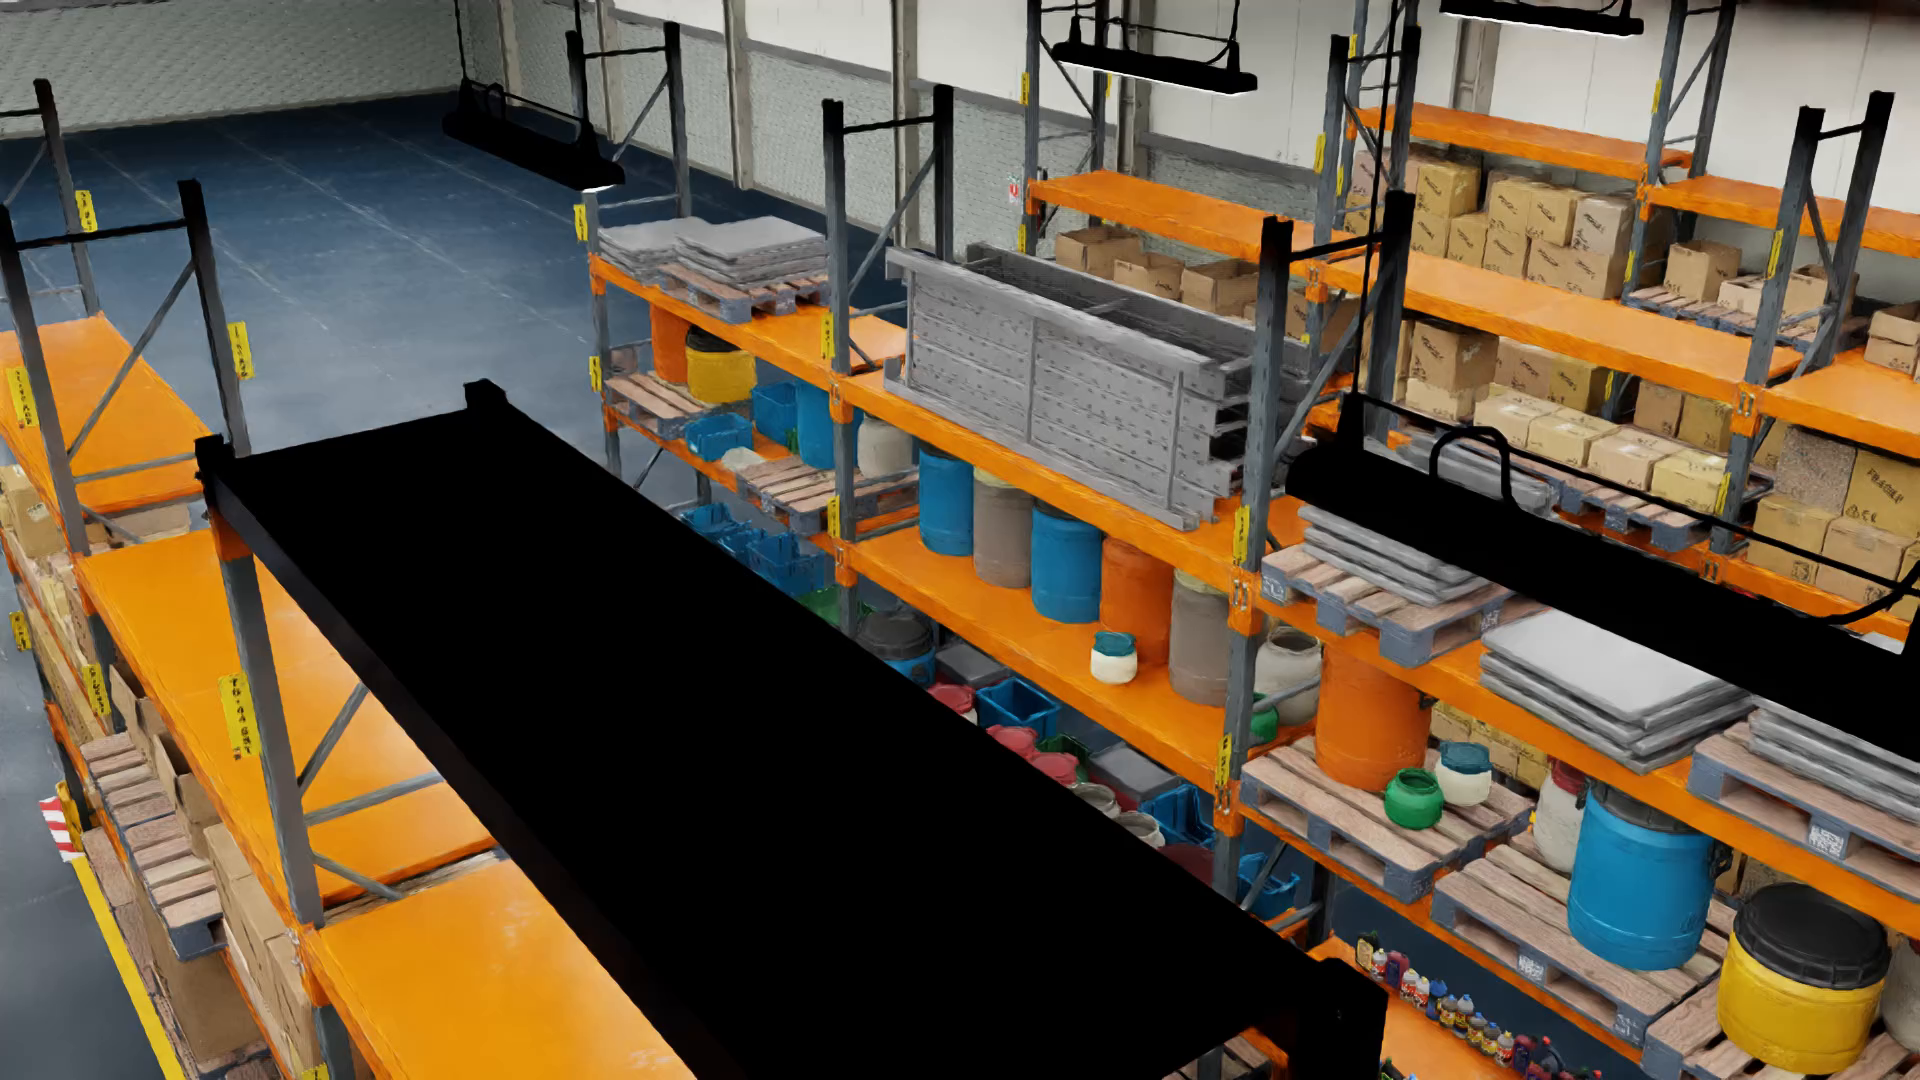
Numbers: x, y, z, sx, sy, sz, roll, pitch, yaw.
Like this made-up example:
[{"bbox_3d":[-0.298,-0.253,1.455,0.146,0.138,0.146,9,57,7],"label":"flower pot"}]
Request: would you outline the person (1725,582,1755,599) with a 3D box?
[{"bbox_3d":[6.755,0.983,14.841,0.534,1.657,1.041,-12,28,-25],"label":"person"}]
